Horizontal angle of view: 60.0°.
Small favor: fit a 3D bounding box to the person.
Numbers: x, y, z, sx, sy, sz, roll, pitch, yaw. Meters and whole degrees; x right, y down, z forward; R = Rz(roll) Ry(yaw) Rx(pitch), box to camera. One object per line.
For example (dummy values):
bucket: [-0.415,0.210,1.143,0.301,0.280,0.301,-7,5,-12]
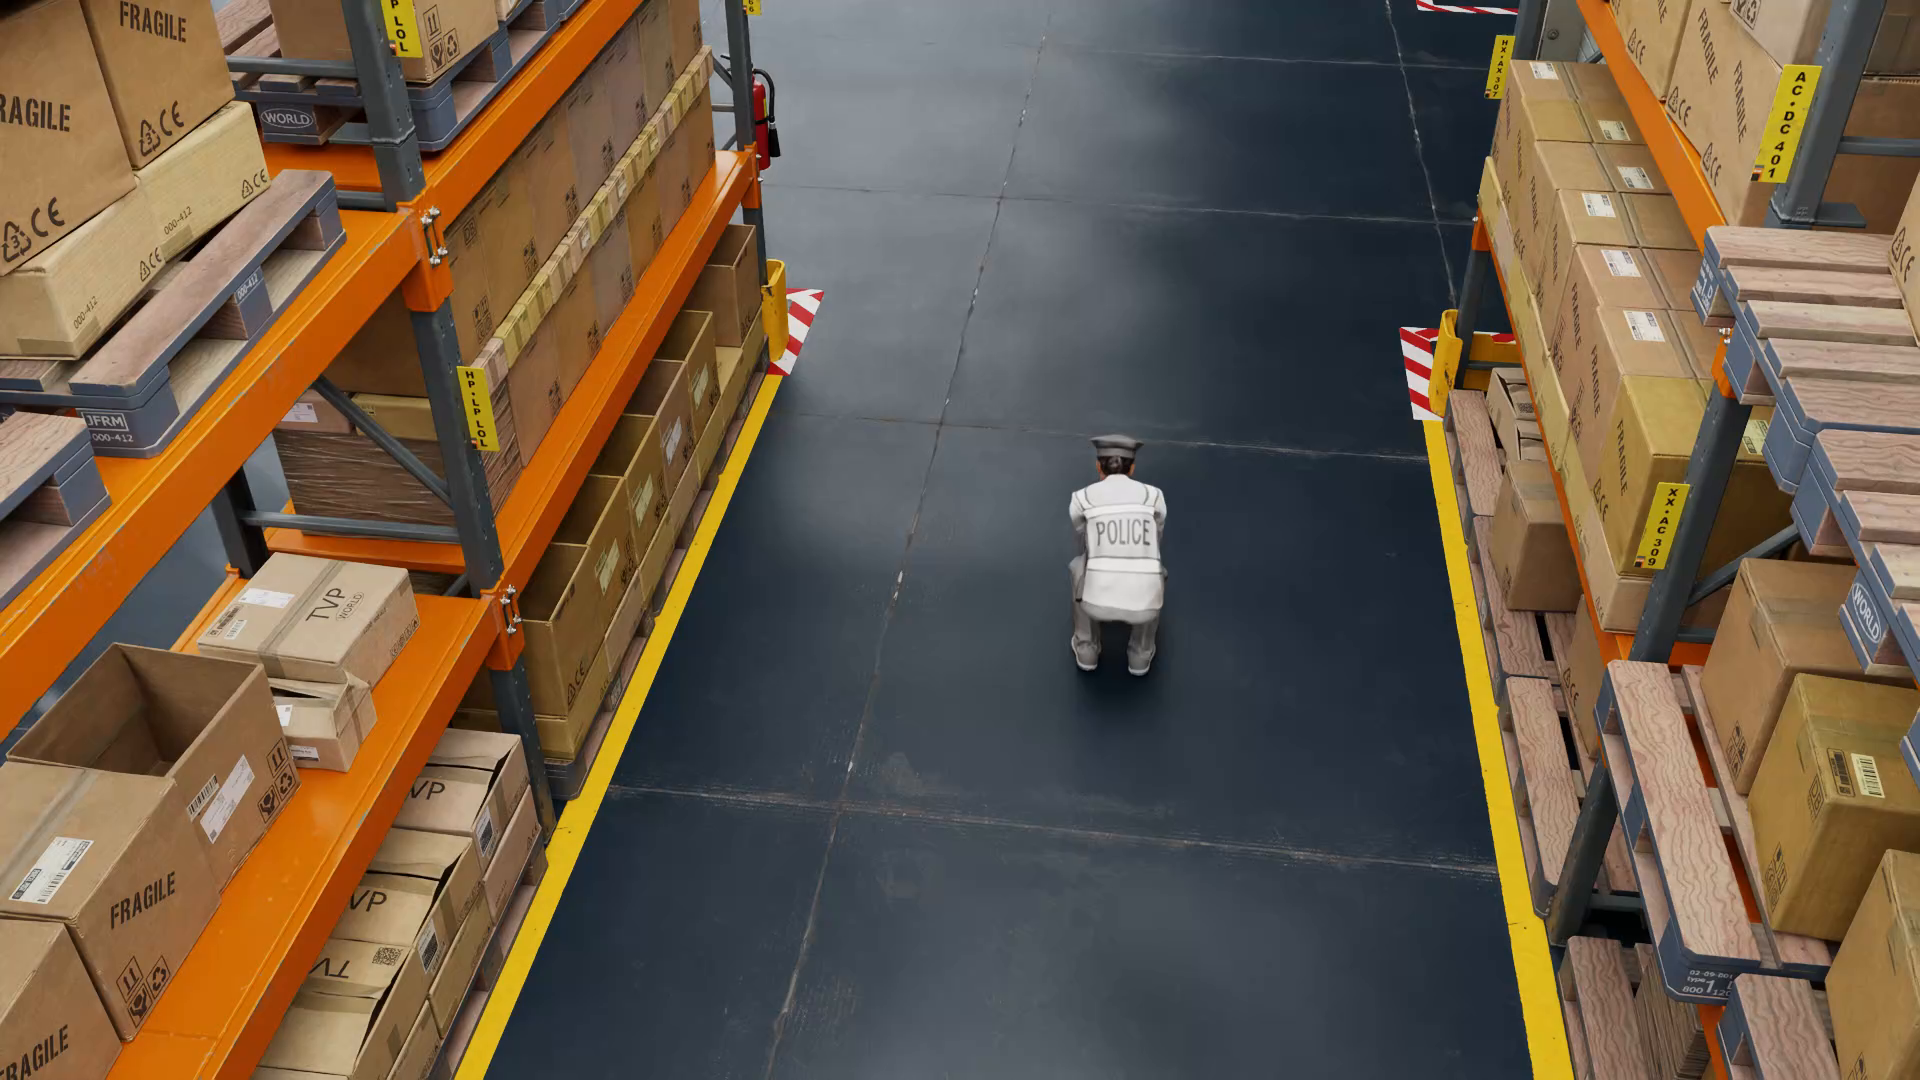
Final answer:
person: [0.720,0.063,7.544,0.466,0.979,0.851,4,36,5]
